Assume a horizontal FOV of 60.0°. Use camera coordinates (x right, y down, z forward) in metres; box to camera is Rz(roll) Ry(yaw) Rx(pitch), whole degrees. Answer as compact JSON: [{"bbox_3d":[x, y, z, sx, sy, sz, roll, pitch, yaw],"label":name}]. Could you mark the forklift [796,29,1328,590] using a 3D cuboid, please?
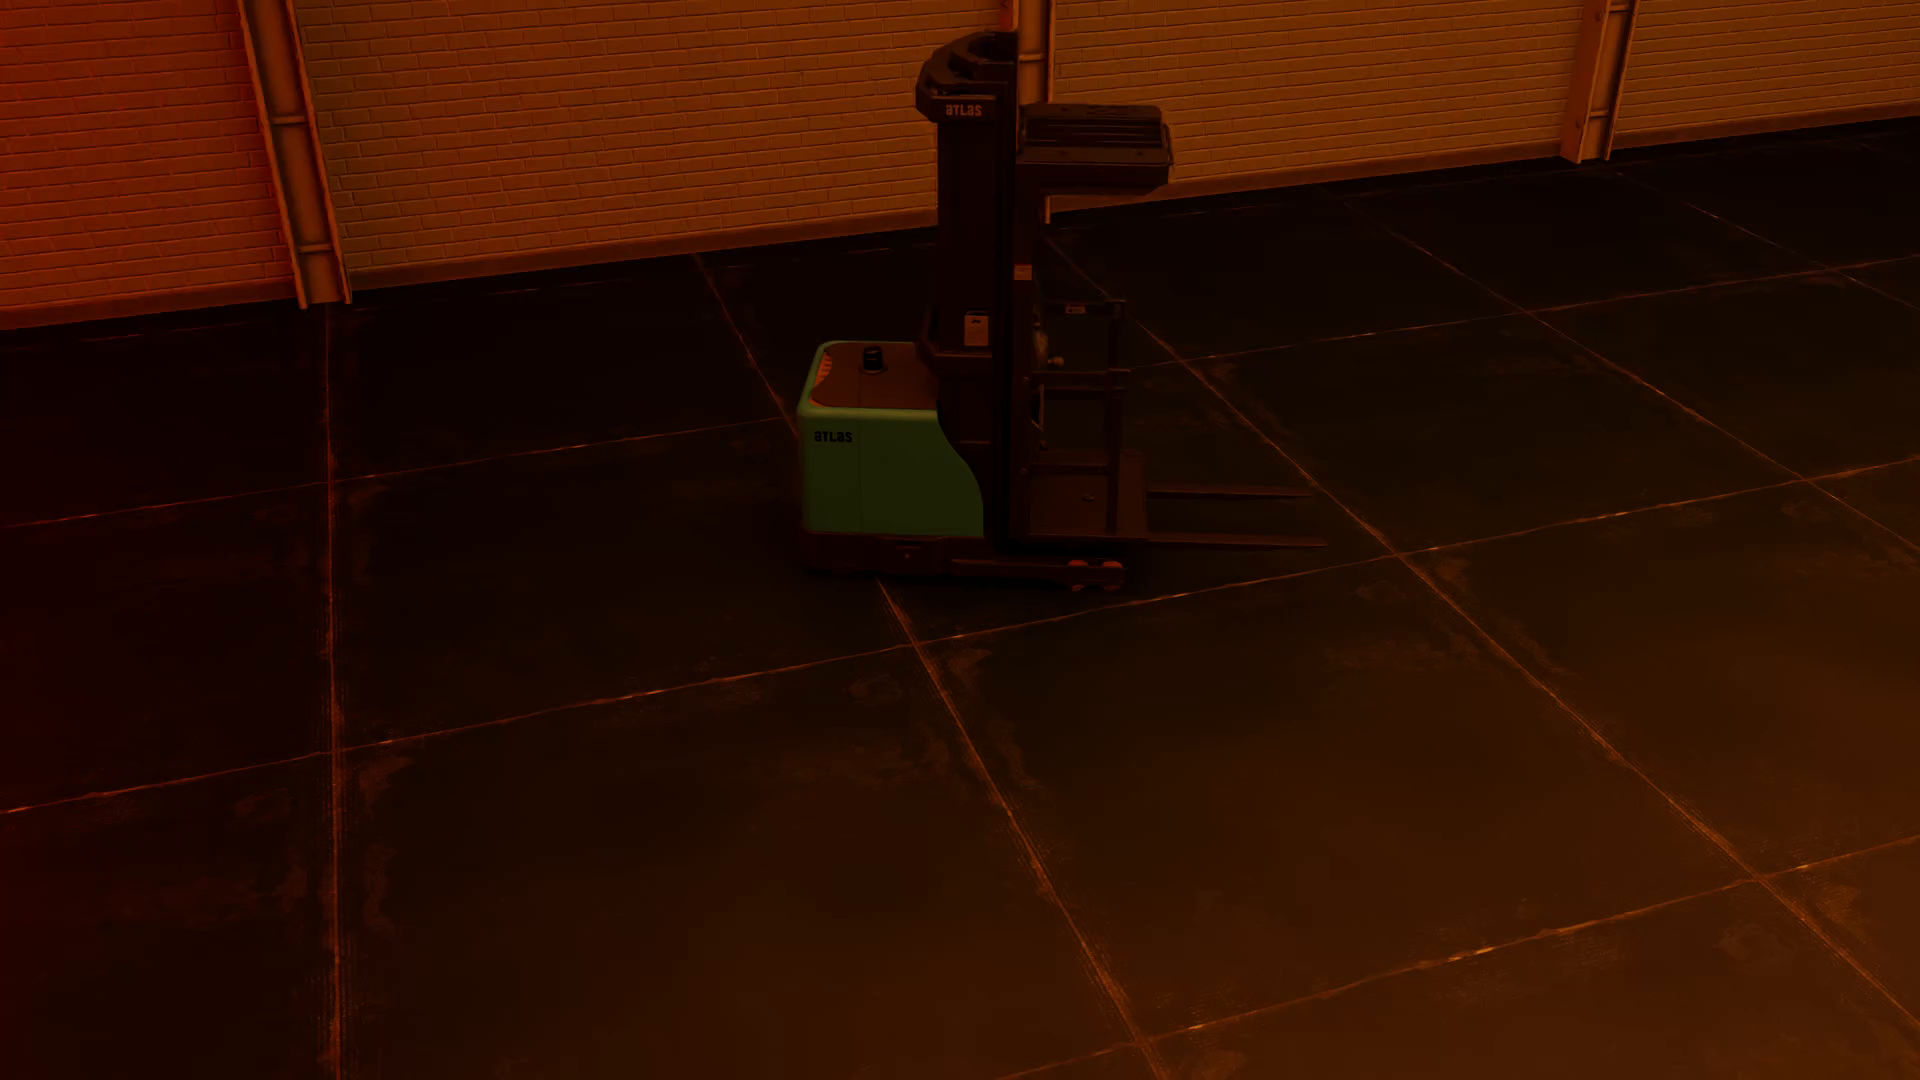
[{"bbox_3d":[0.615,-1.258,9.274,3.031,2.935,1.130,2,30,3],"label":"forklift"}]
